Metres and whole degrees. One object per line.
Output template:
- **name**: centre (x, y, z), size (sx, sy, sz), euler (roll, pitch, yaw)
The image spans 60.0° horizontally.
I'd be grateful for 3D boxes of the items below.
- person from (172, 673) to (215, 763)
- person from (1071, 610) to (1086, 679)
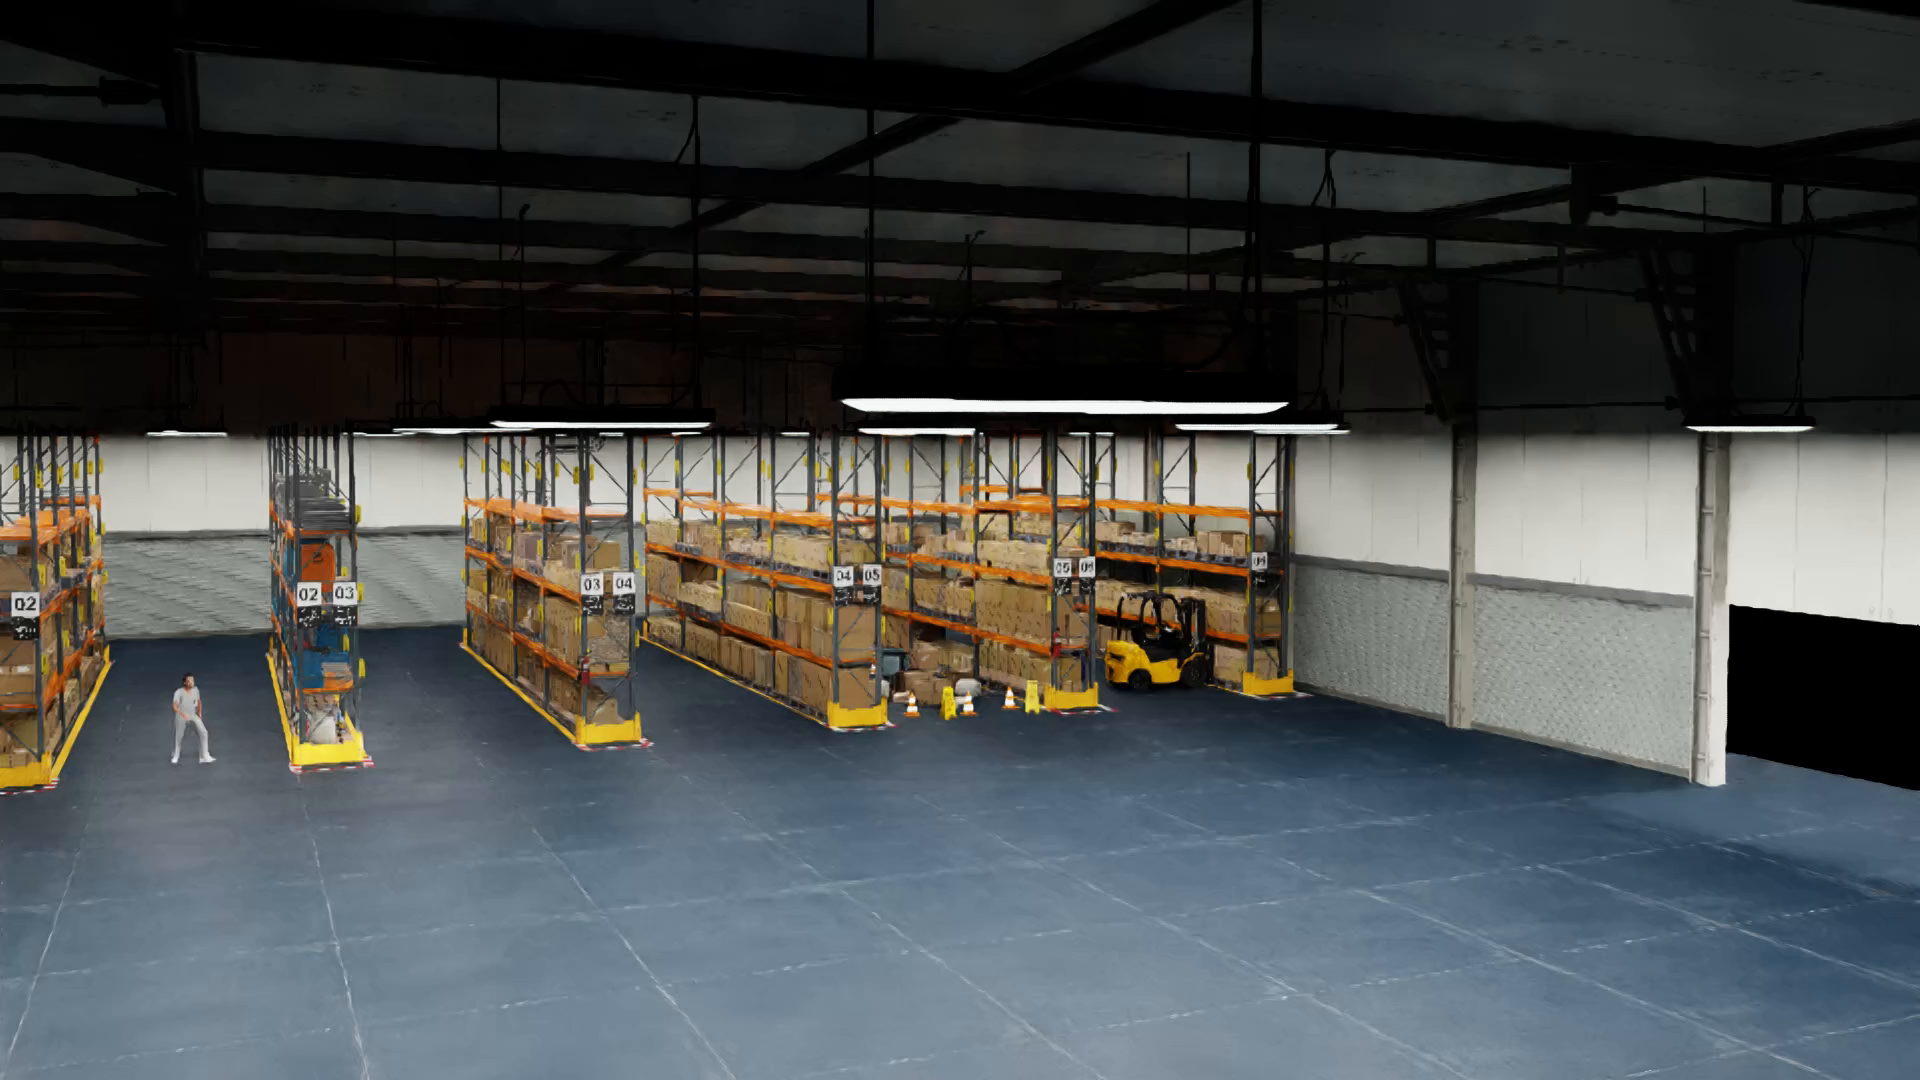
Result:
- **person**: centre (-13.551, 3.125, 29.210), size (0.600, 1.614, 0.774), euler (-3, 5, -45)
- **person**: centre (2.712, 2.479, 39.462), size (0.556, 1.644, 0.598), euler (0, 4, 8)
